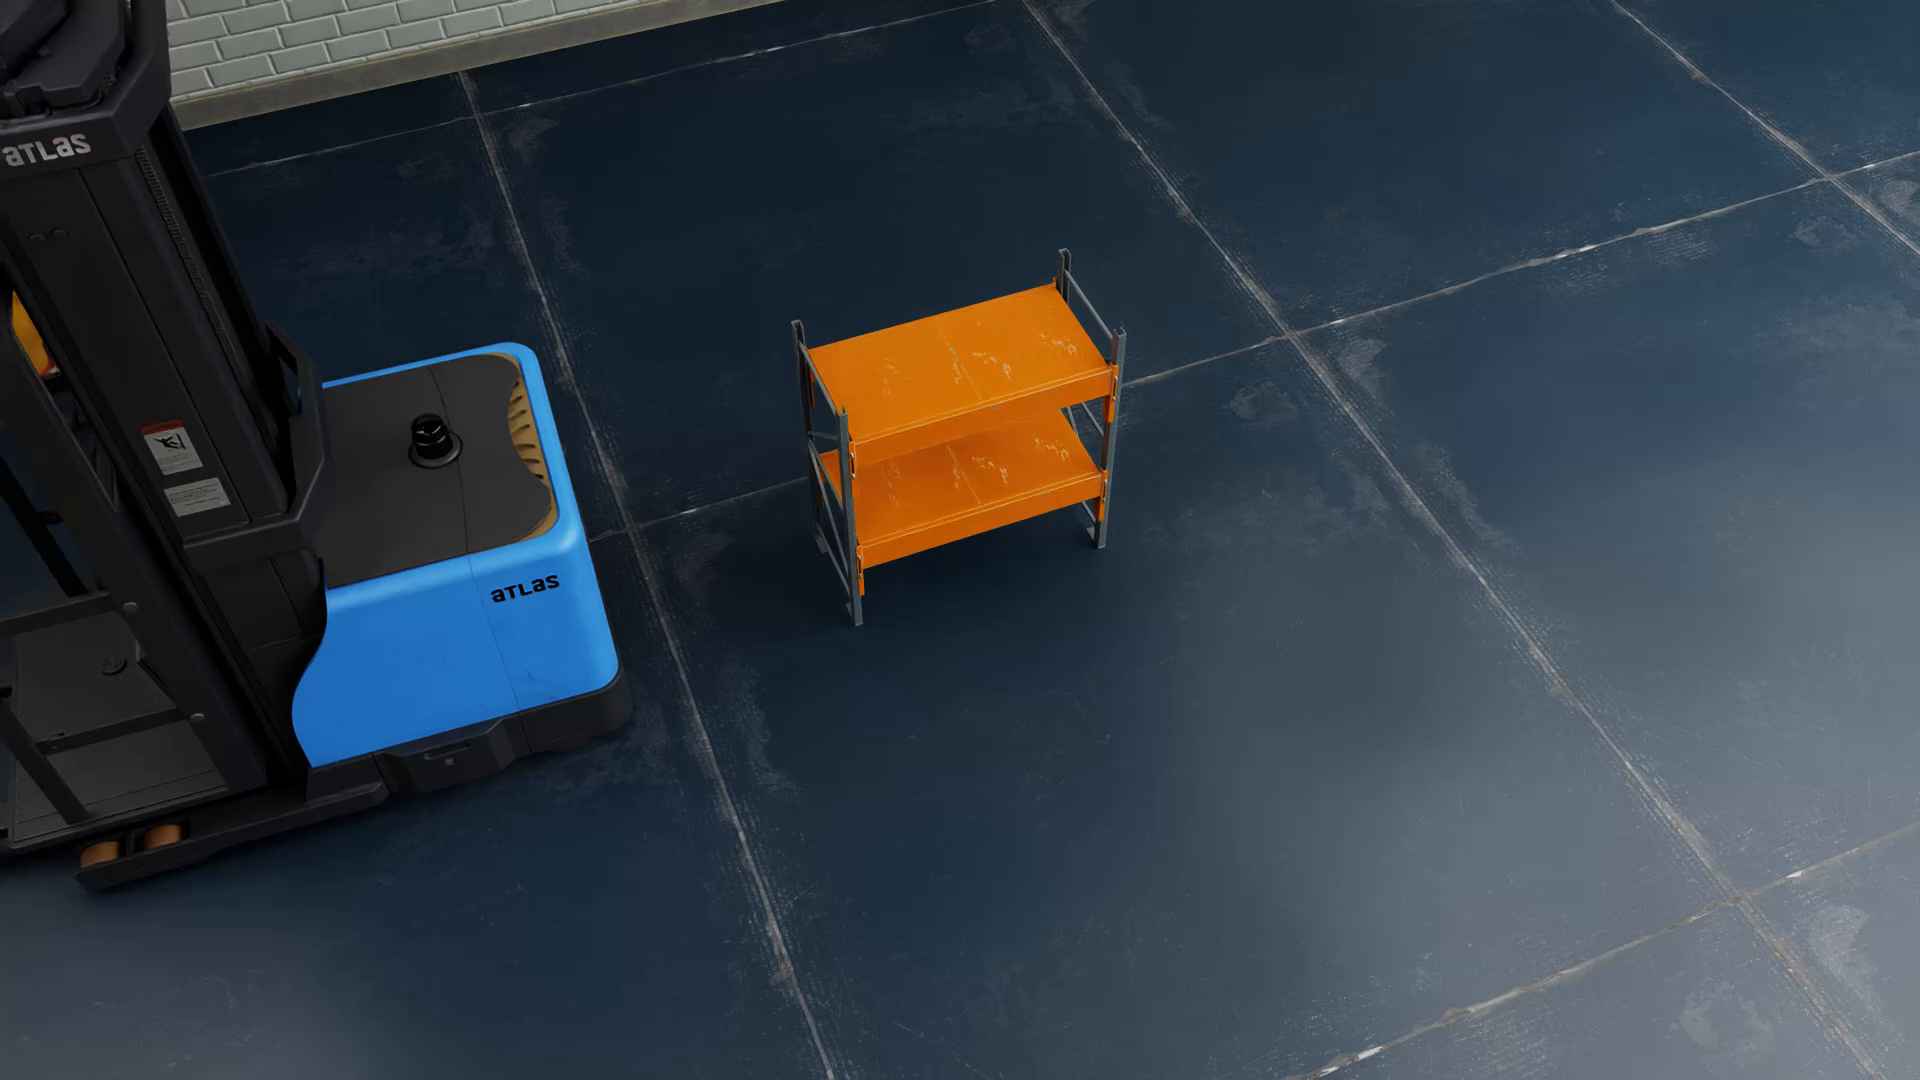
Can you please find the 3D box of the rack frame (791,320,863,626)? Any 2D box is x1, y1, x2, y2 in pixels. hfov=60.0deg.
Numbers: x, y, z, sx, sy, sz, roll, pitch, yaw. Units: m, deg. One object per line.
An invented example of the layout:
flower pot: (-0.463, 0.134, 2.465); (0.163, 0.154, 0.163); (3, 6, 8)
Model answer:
rack frame: (-0.477, -0.219, 6.037); (0.032, 1.125, 0.500); (-17, 52, -14)

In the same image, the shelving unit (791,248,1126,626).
shelving unit: (-0.006, -0.365, 6.162); (1.048, 1.125, 0.538); (-17, 52, -14)

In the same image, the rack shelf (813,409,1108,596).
rack shelf: (-0.006, -0.205, 6.348); (1.000, 0.278, 0.538); (-17, 52, -14)

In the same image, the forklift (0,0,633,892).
forklift: (-2.751, -0.245, 4.870); (3.031, 2.935, 1.130); (-15, 51, -12)

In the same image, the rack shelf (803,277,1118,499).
rack shelf: (-0.006, -0.555, 5.940); (1.000, 0.278, 0.538); (-17, 52, -14)

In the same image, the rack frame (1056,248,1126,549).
rack frame: (0.464, -0.510, 6.288); (0.032, 1.125, 0.500); (-17, 52, -14)

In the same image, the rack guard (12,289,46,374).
rack guard: (-4.344, -1.247, 7.332); (0.348, 0.500, 1.175); (-17, 52, -14)
